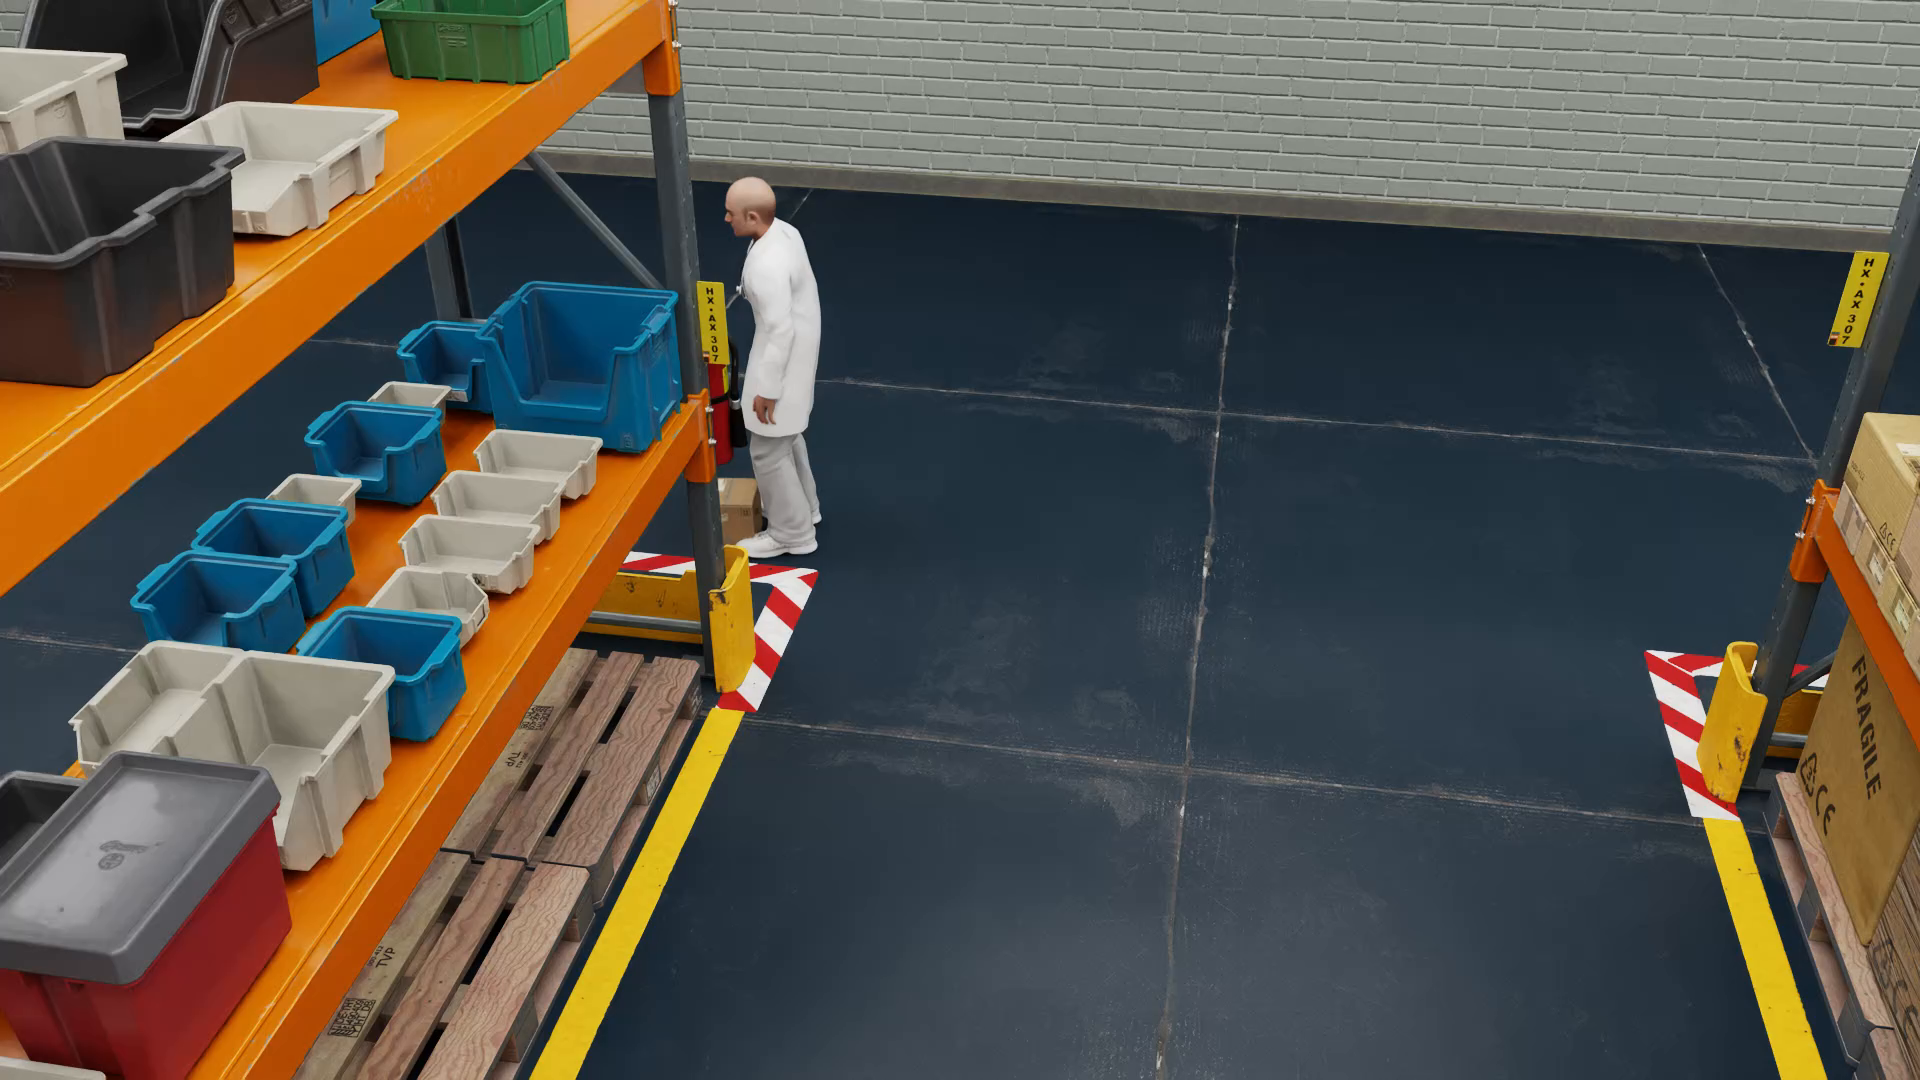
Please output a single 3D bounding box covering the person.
[{"bbox_3d":[-0.821,-0.757,7.366,0.429,1.772,0.644,0,32,1],"label":"person"}]
